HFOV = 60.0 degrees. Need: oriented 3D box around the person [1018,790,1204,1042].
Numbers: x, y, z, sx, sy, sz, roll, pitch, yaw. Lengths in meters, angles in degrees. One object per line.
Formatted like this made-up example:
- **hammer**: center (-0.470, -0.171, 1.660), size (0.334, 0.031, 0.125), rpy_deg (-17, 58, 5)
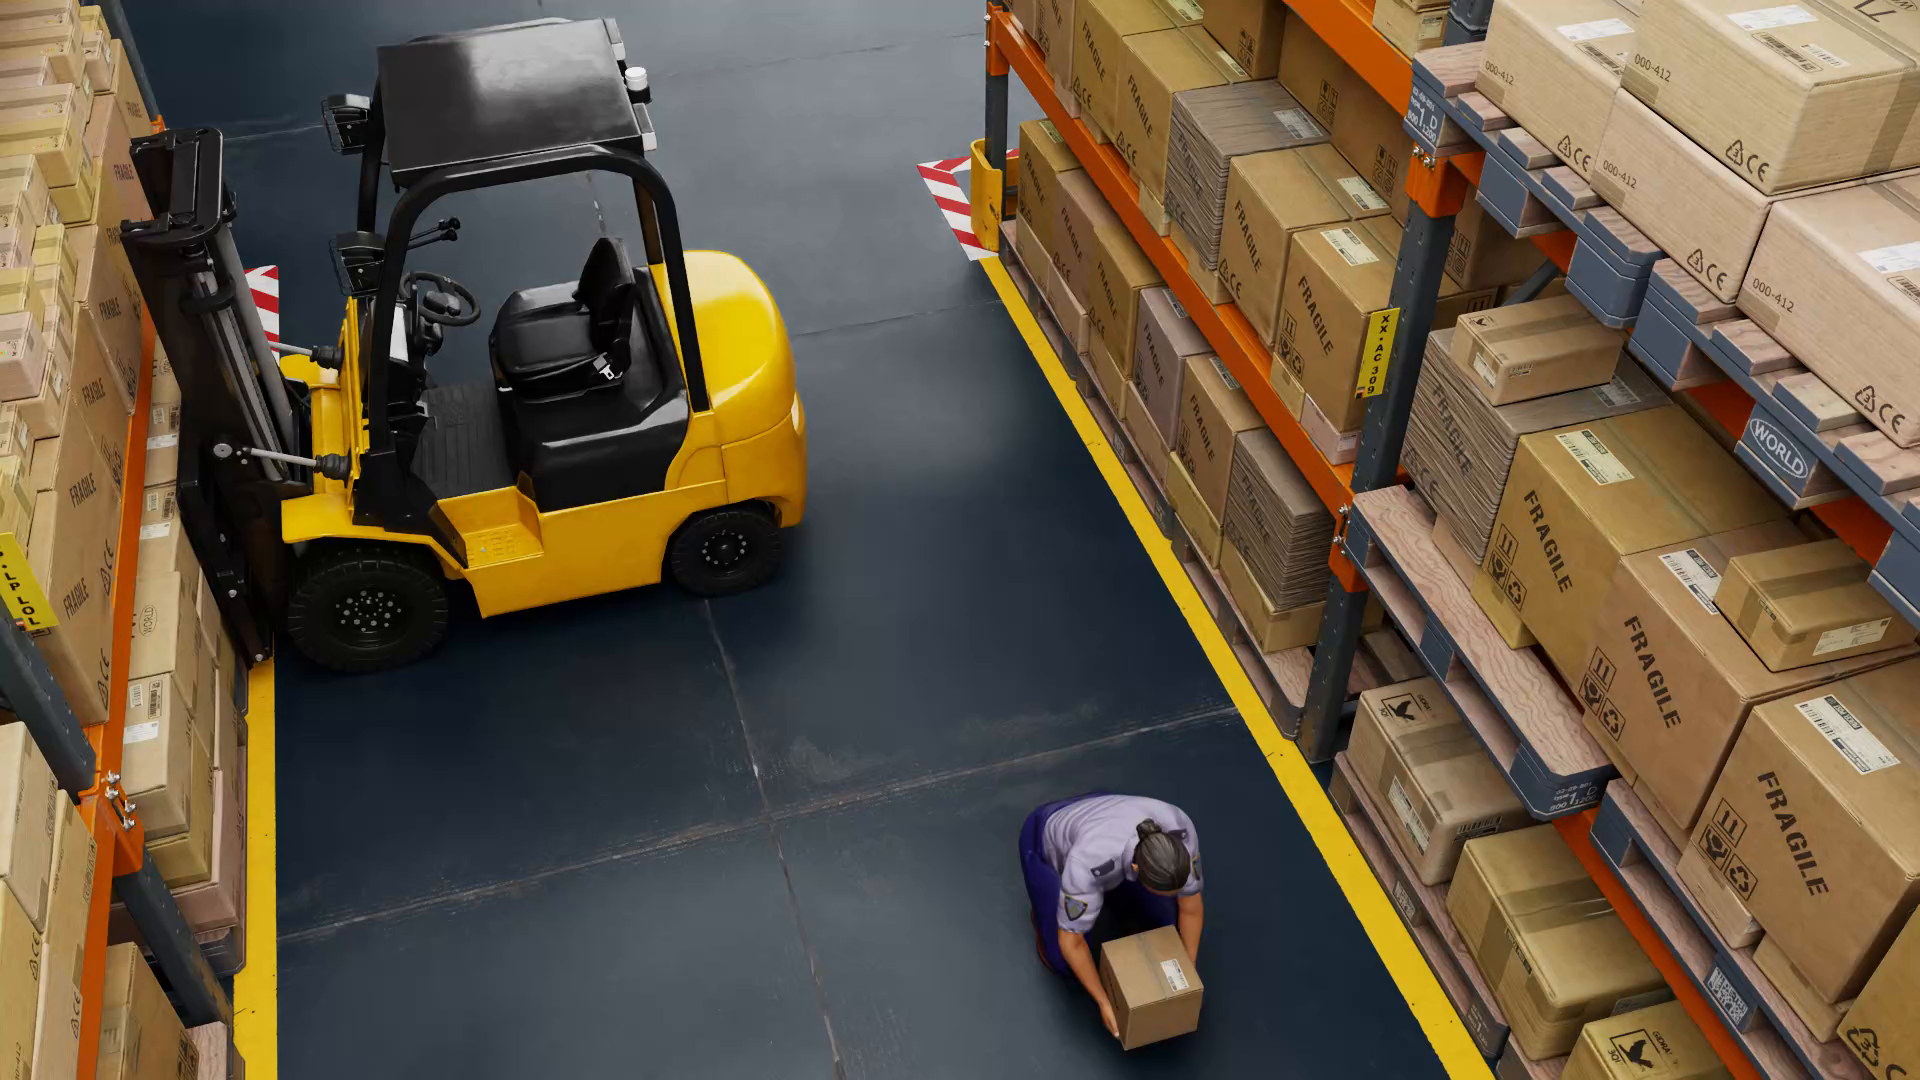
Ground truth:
- **person**: center (0.509, 1.127, 5.485), size (0.529, 0.929, 0.818), rpy_deg (-12, 44, -13)
